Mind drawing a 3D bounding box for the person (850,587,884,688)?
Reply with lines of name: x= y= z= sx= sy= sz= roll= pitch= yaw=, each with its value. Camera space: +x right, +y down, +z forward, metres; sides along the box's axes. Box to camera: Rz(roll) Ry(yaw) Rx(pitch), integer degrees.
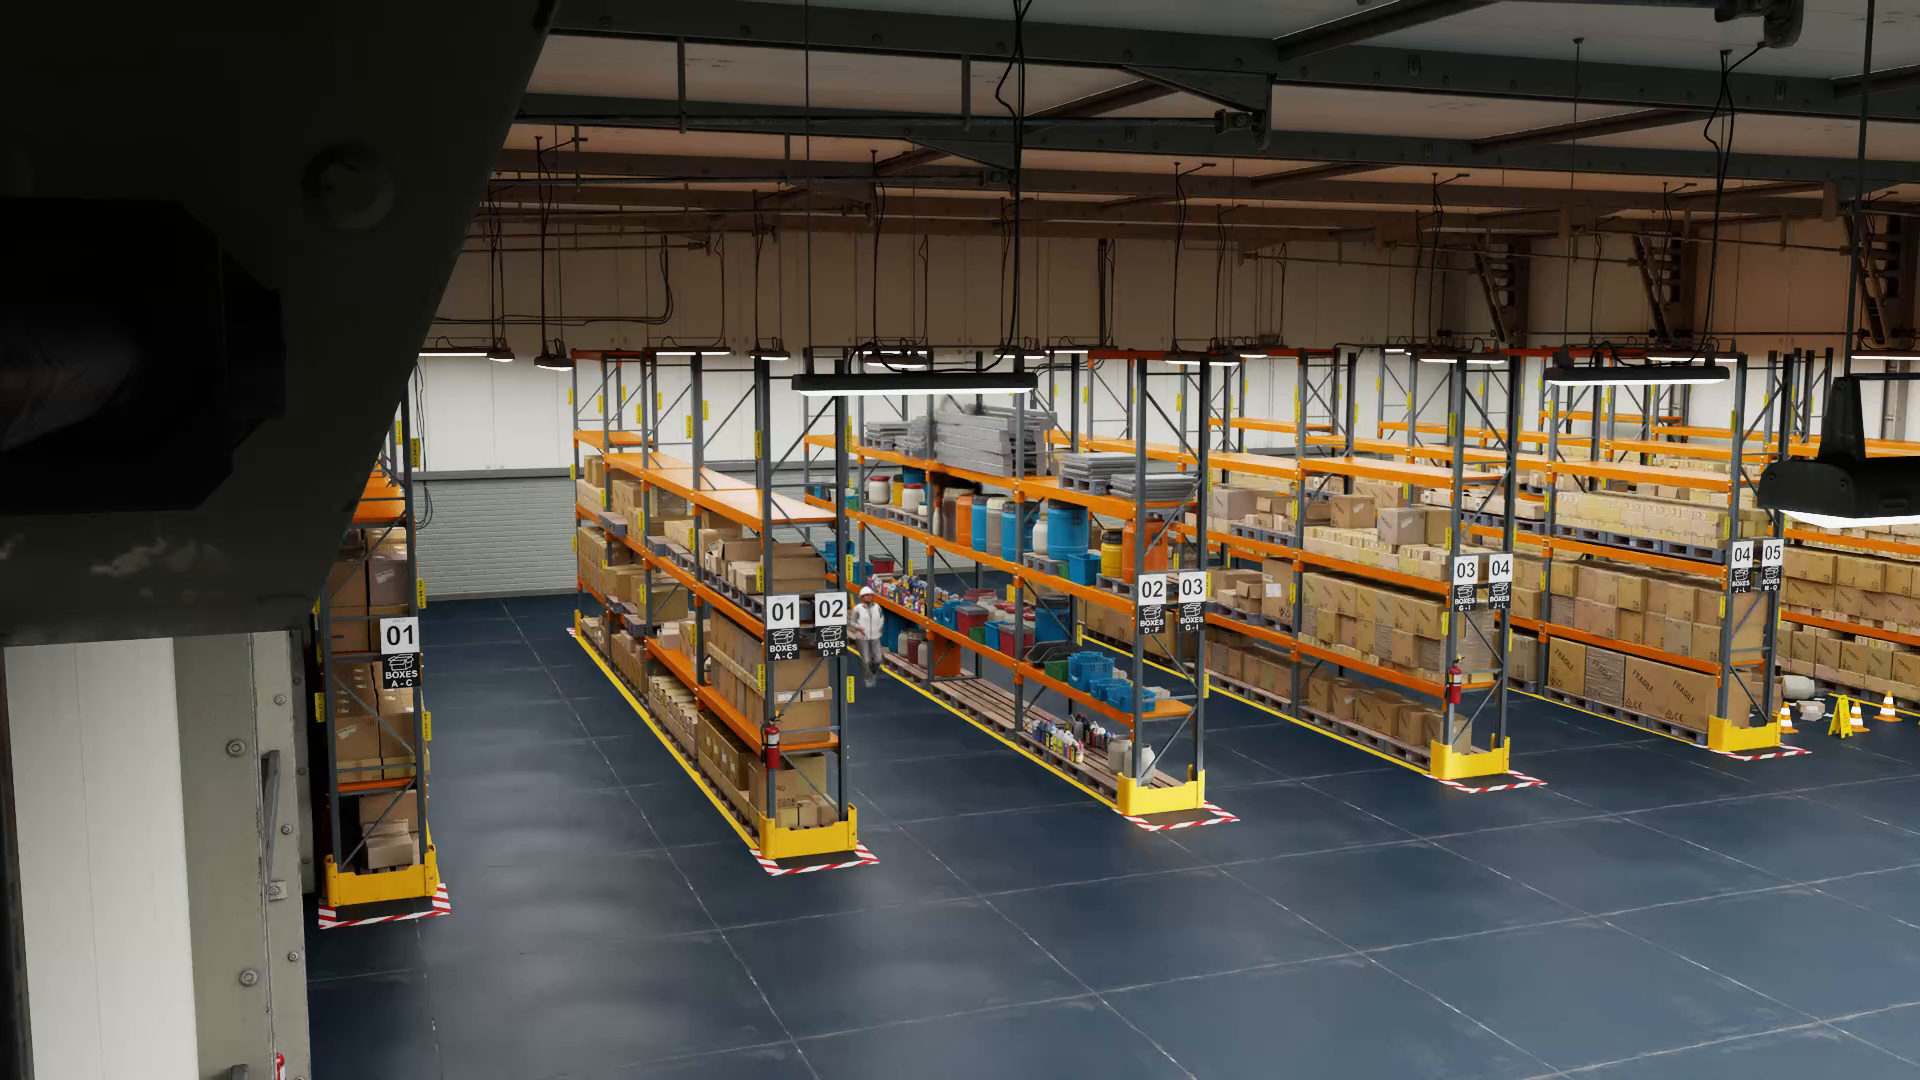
person: x=-1.534 y=1.678 z=28.254 sx=0.635 sy=1.773 sz=0.567 roll=-3 pitch=8 yaw=-19
